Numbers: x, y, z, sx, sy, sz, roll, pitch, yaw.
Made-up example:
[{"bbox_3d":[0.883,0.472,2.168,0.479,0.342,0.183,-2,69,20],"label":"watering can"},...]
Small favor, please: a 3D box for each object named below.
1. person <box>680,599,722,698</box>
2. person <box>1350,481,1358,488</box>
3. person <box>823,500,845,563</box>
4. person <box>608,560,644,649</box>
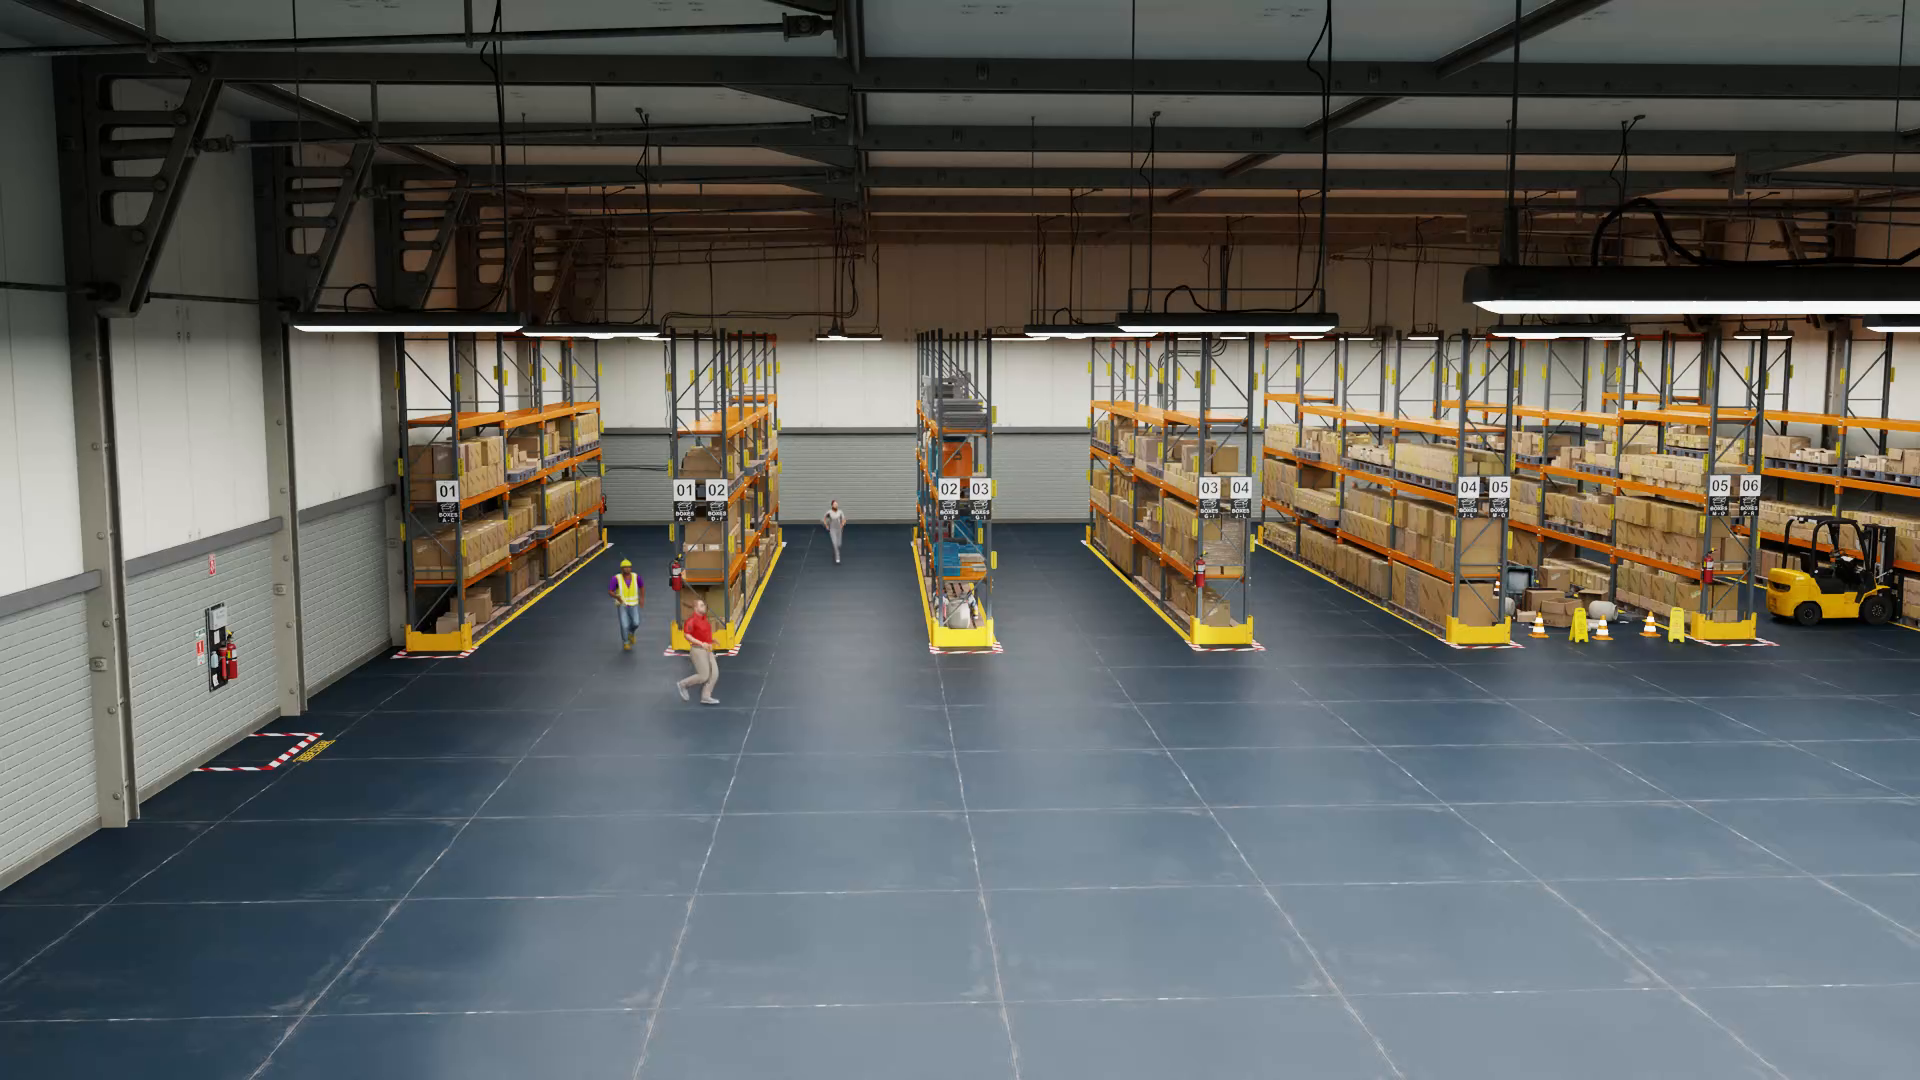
[{"bbox_3d":[-4.141,1.735,26.463,0.579,1.593,0.665,2,7,16],"label":"person"},{"bbox_3d":[11.874,-0.956,50.060,0.769,1.624,0.607,-2,7,-19],"label":"person"},{"bbox_3d":[-3.293,-0.226,43.664,0.597,1.642,0.793,-2,7,-14],"label":"person"},{"bbox_3d":[-6.210,1.218,31.117,0.702,1.709,0.616,-3,7,-22],"label":"person"}]
